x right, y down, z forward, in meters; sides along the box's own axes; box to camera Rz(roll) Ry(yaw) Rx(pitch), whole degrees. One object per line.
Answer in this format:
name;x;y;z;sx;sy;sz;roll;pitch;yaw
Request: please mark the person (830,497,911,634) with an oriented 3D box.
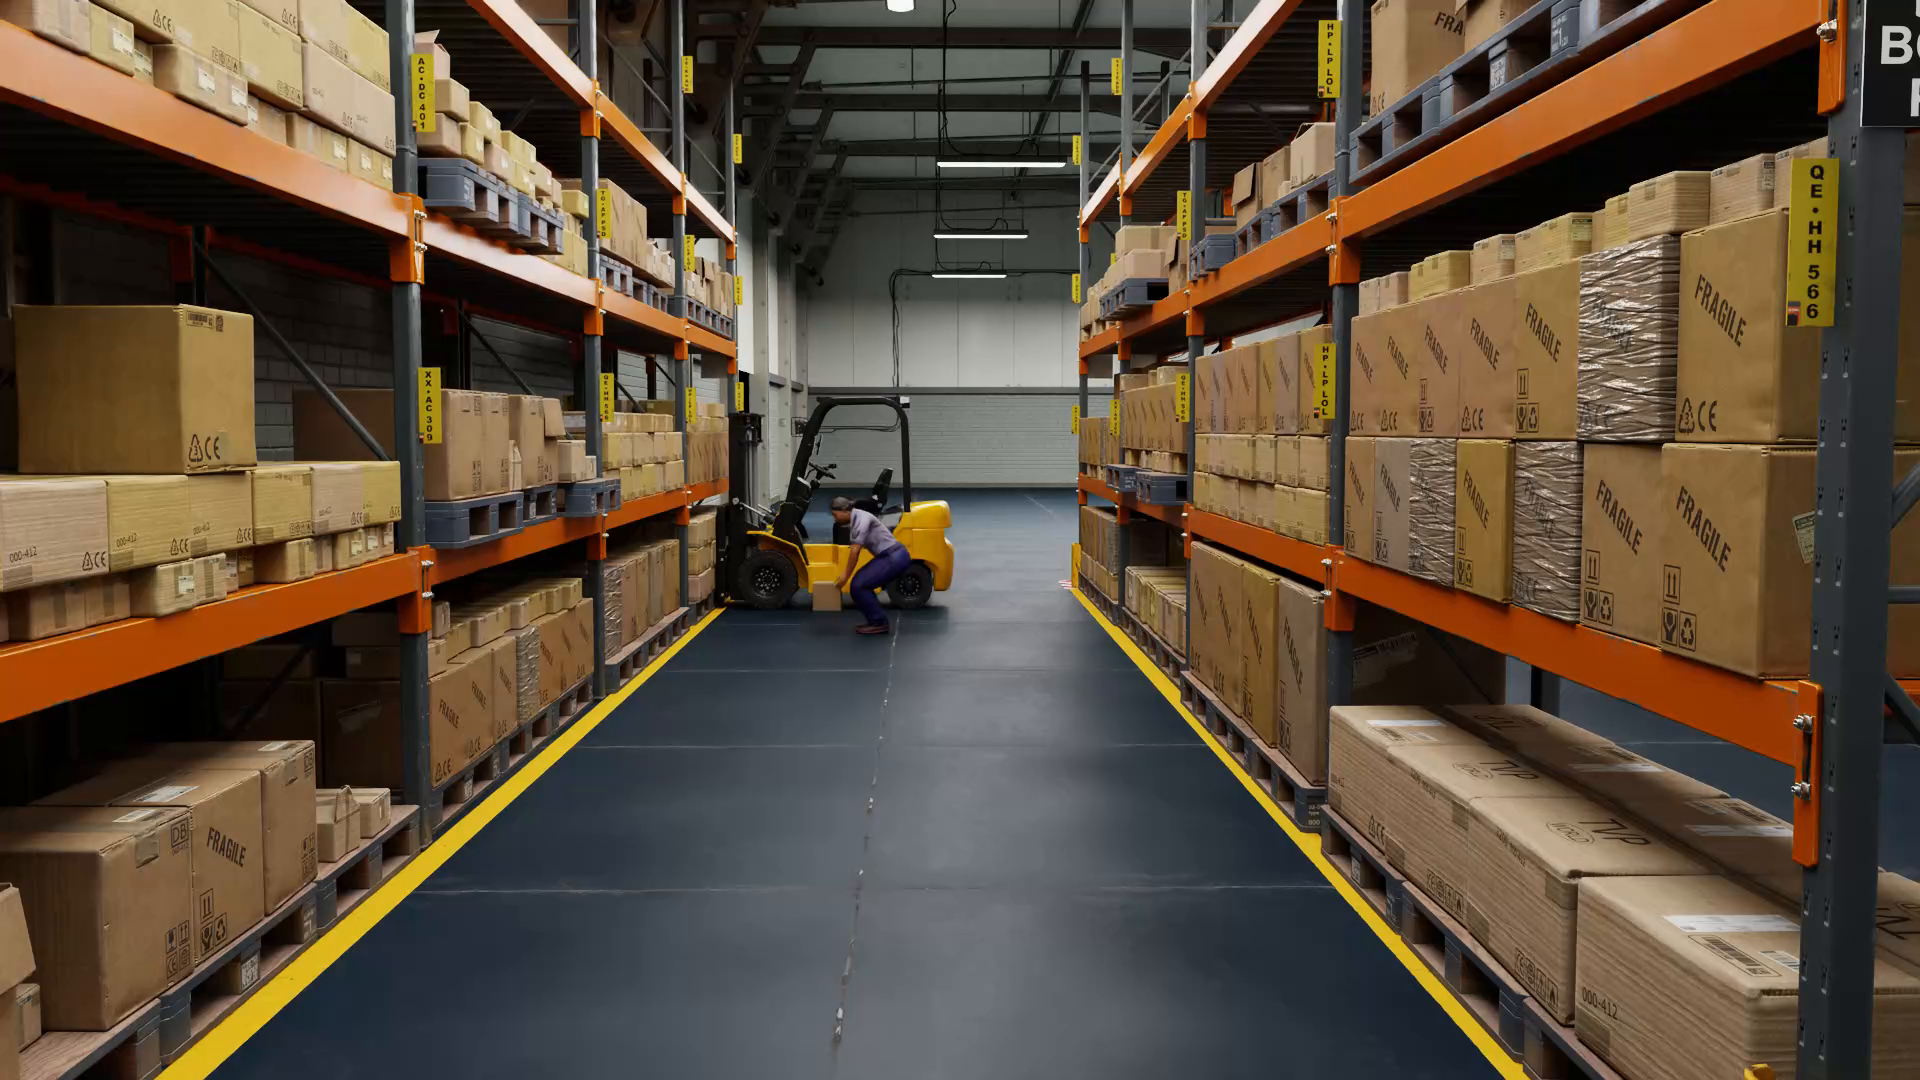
person;-0.802;0.224;14.968;0.726;1.228;0.536;0;4;-1
